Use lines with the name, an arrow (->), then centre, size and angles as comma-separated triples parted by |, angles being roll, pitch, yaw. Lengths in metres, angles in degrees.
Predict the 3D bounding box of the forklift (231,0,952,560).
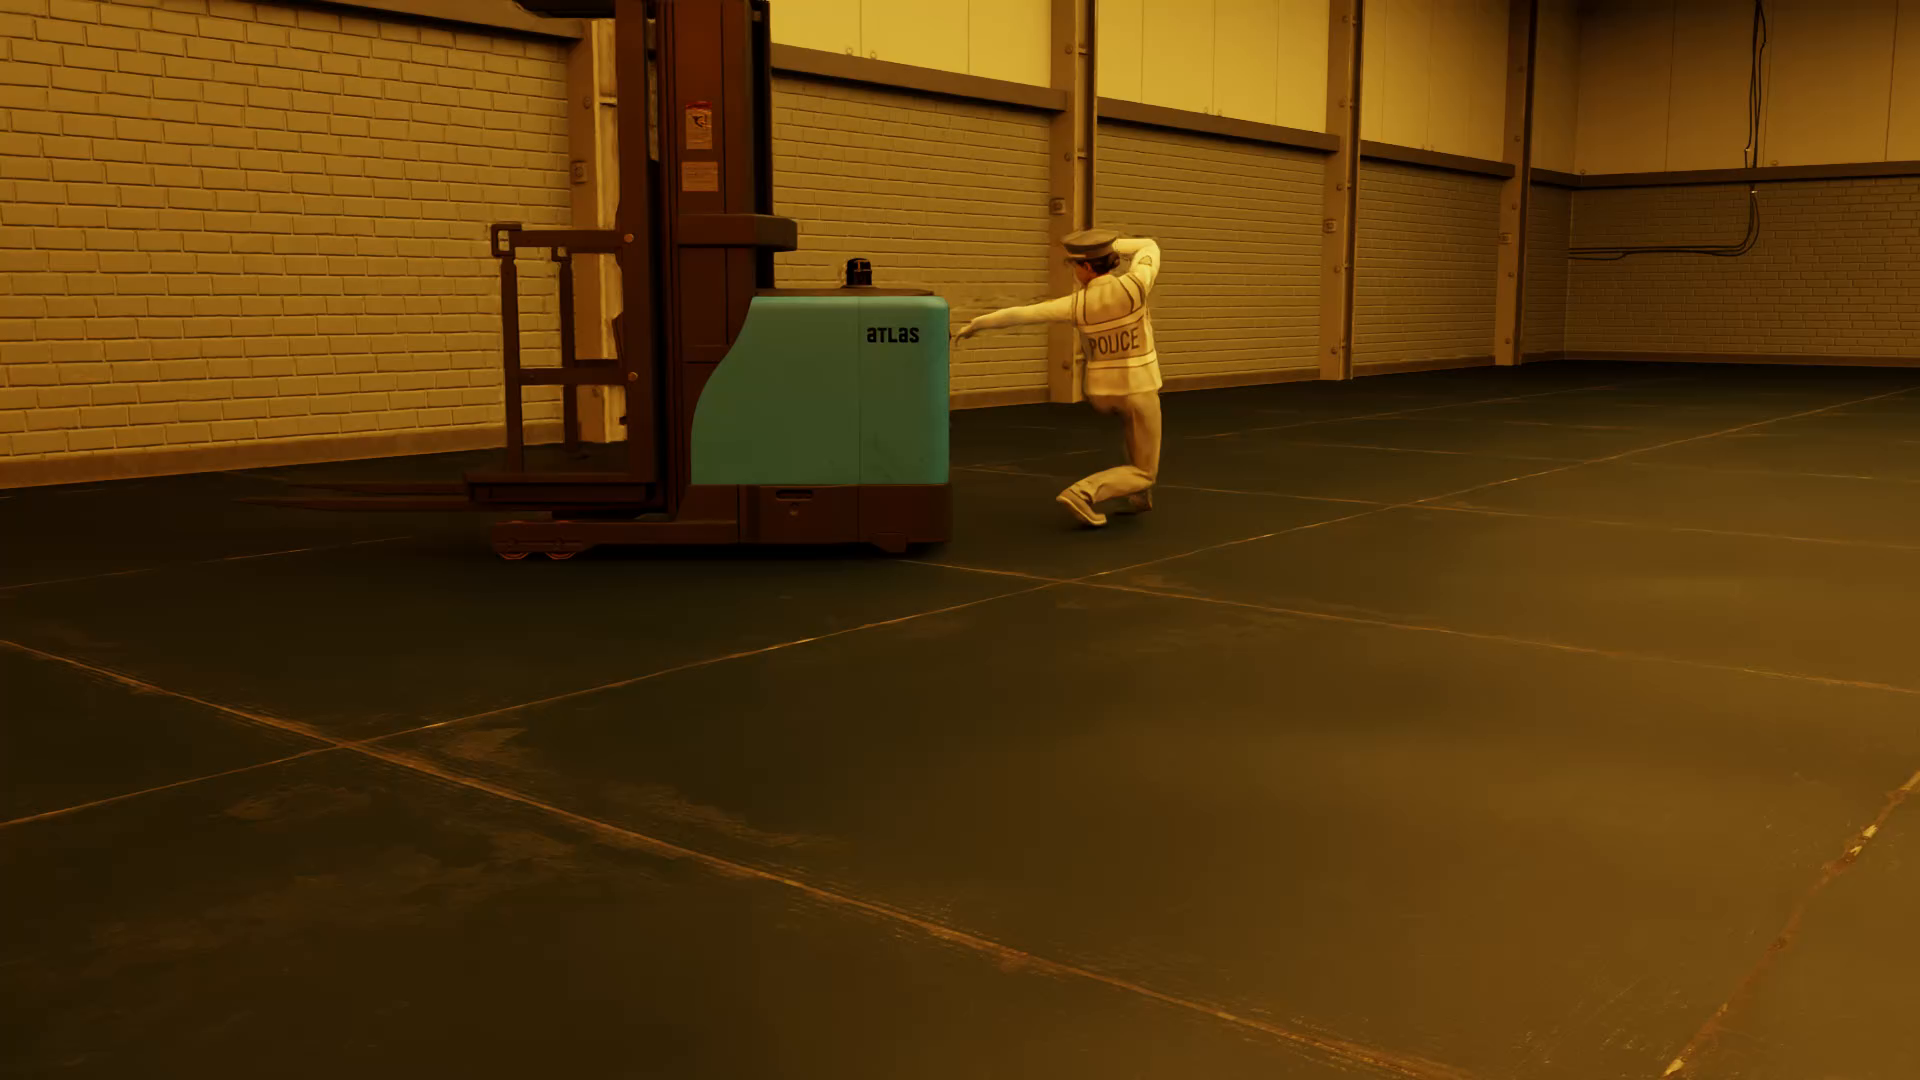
forklift -> -1.553, -1.443, 7.142 | 3.031, 2.935, 1.130 | 0, 8, 0

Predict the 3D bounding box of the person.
person -> 0.541, -0.790, 8.058 | 0.943, 1.392, 0.882 | 5, 10, 31
